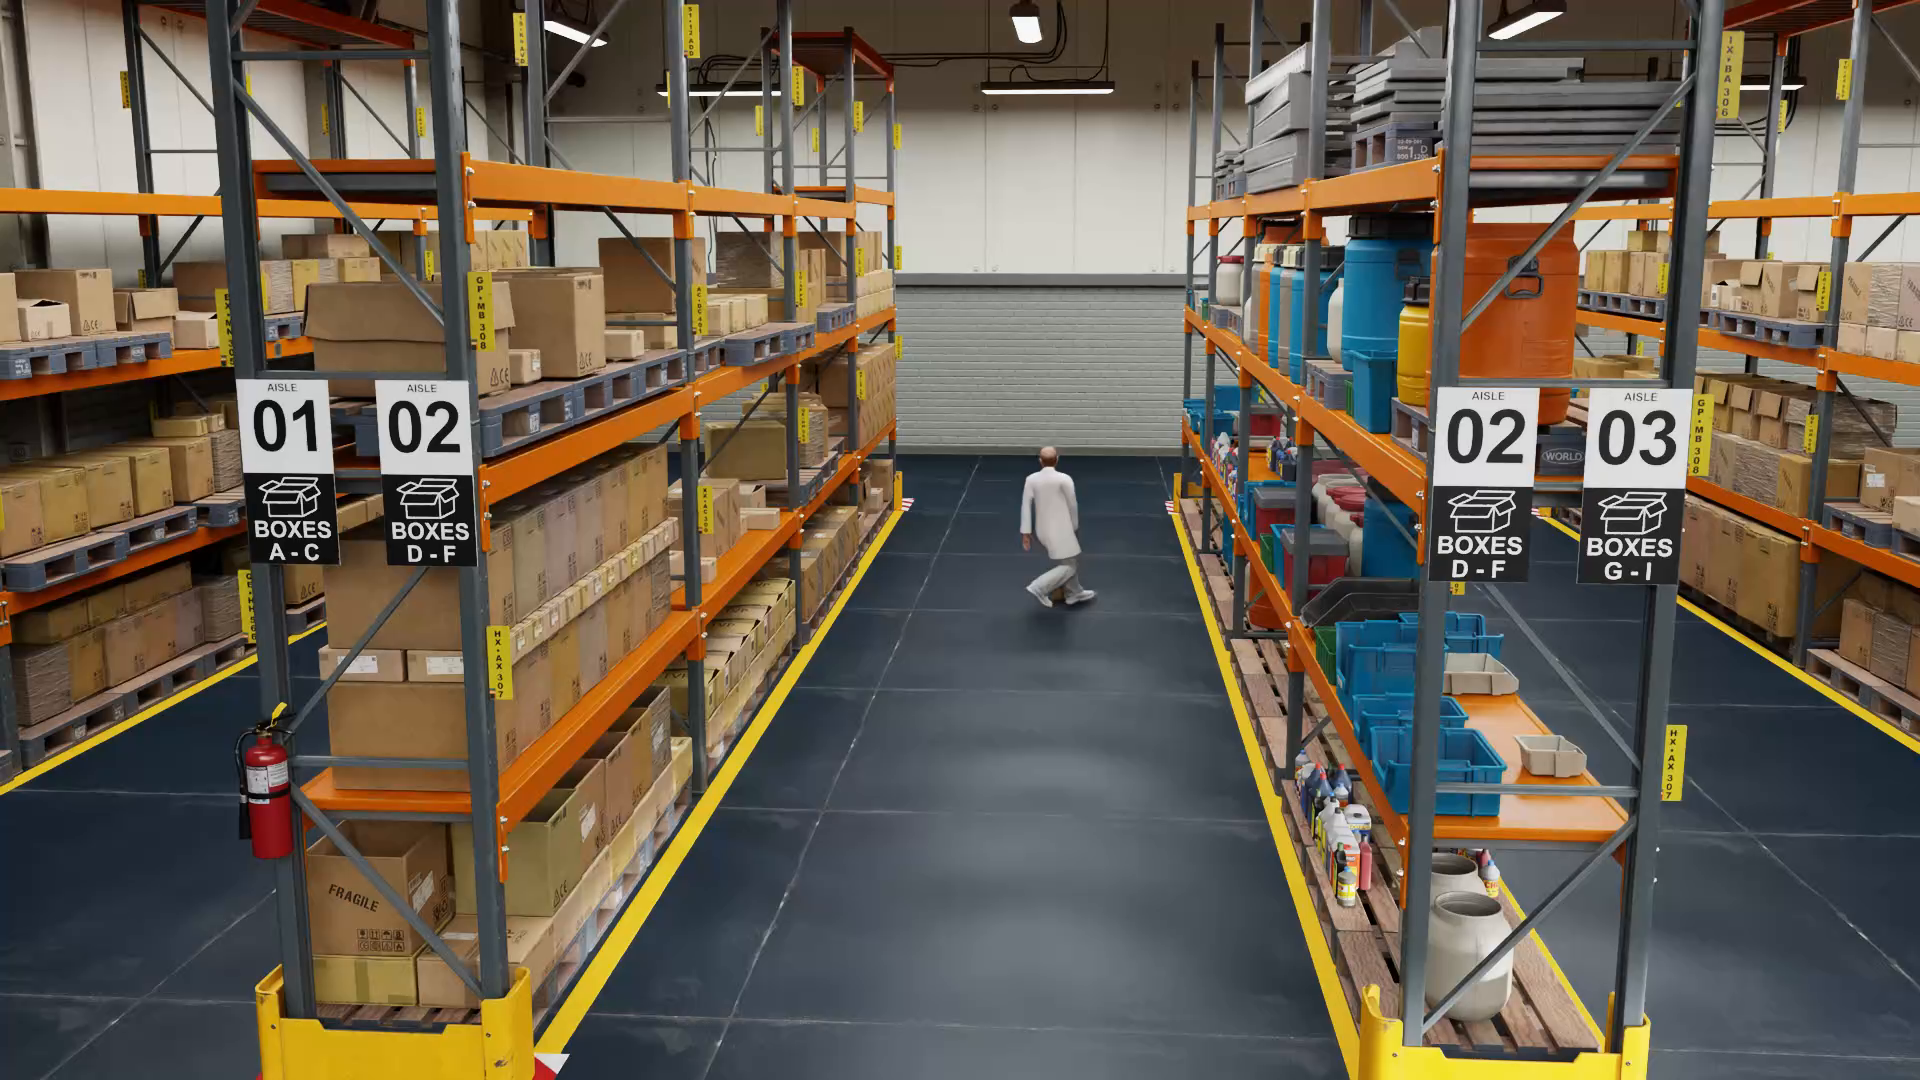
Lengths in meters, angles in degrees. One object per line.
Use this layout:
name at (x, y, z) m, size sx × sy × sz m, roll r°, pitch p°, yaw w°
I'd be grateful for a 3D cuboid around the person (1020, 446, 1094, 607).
person at (0.996, -0.130, 16.932) m, size 0.572 × 1.667 × 1.056 m, roll 9°, pitch 14°, yaw 41°
